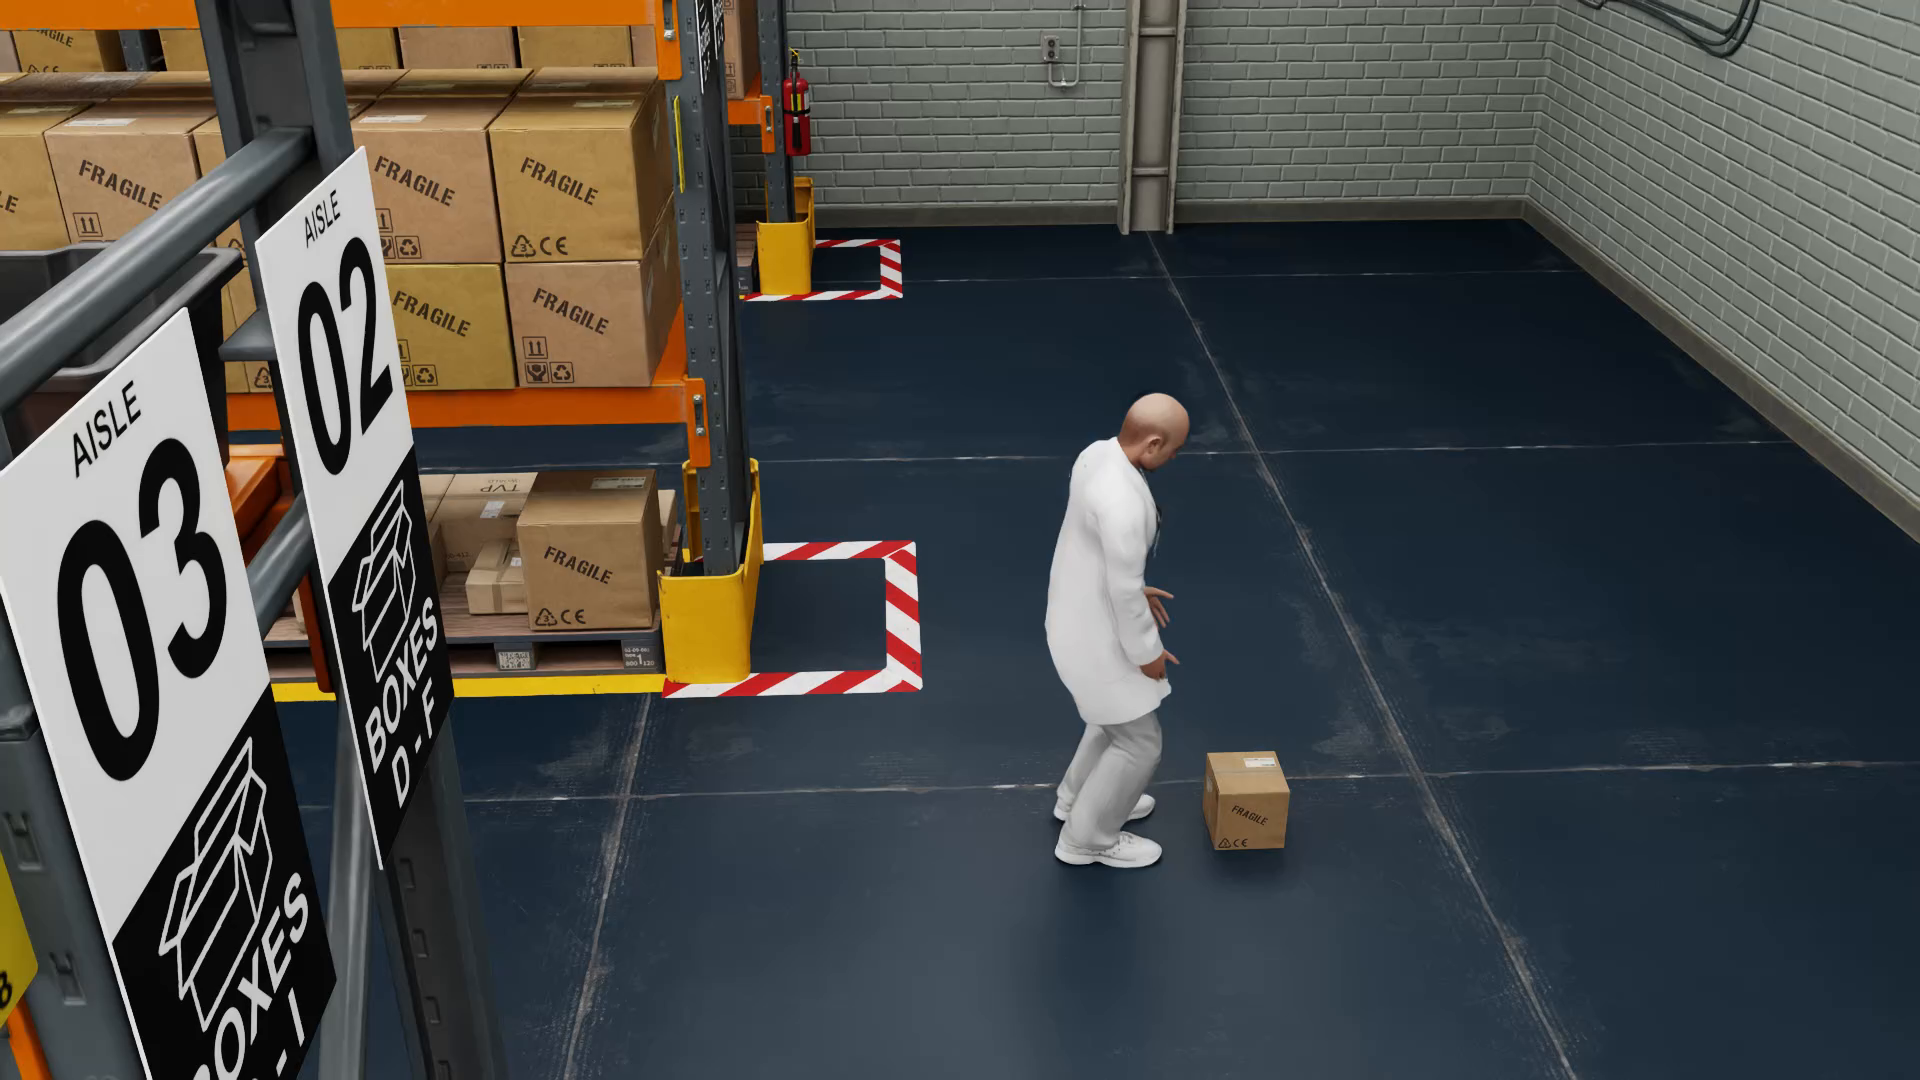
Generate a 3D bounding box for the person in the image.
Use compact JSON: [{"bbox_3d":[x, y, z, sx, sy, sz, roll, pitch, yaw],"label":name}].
[{"bbox_3d":[0.521,0.299,5.648,0.466,1.702,0.599,-1,27,-1],"label":"person"}]
